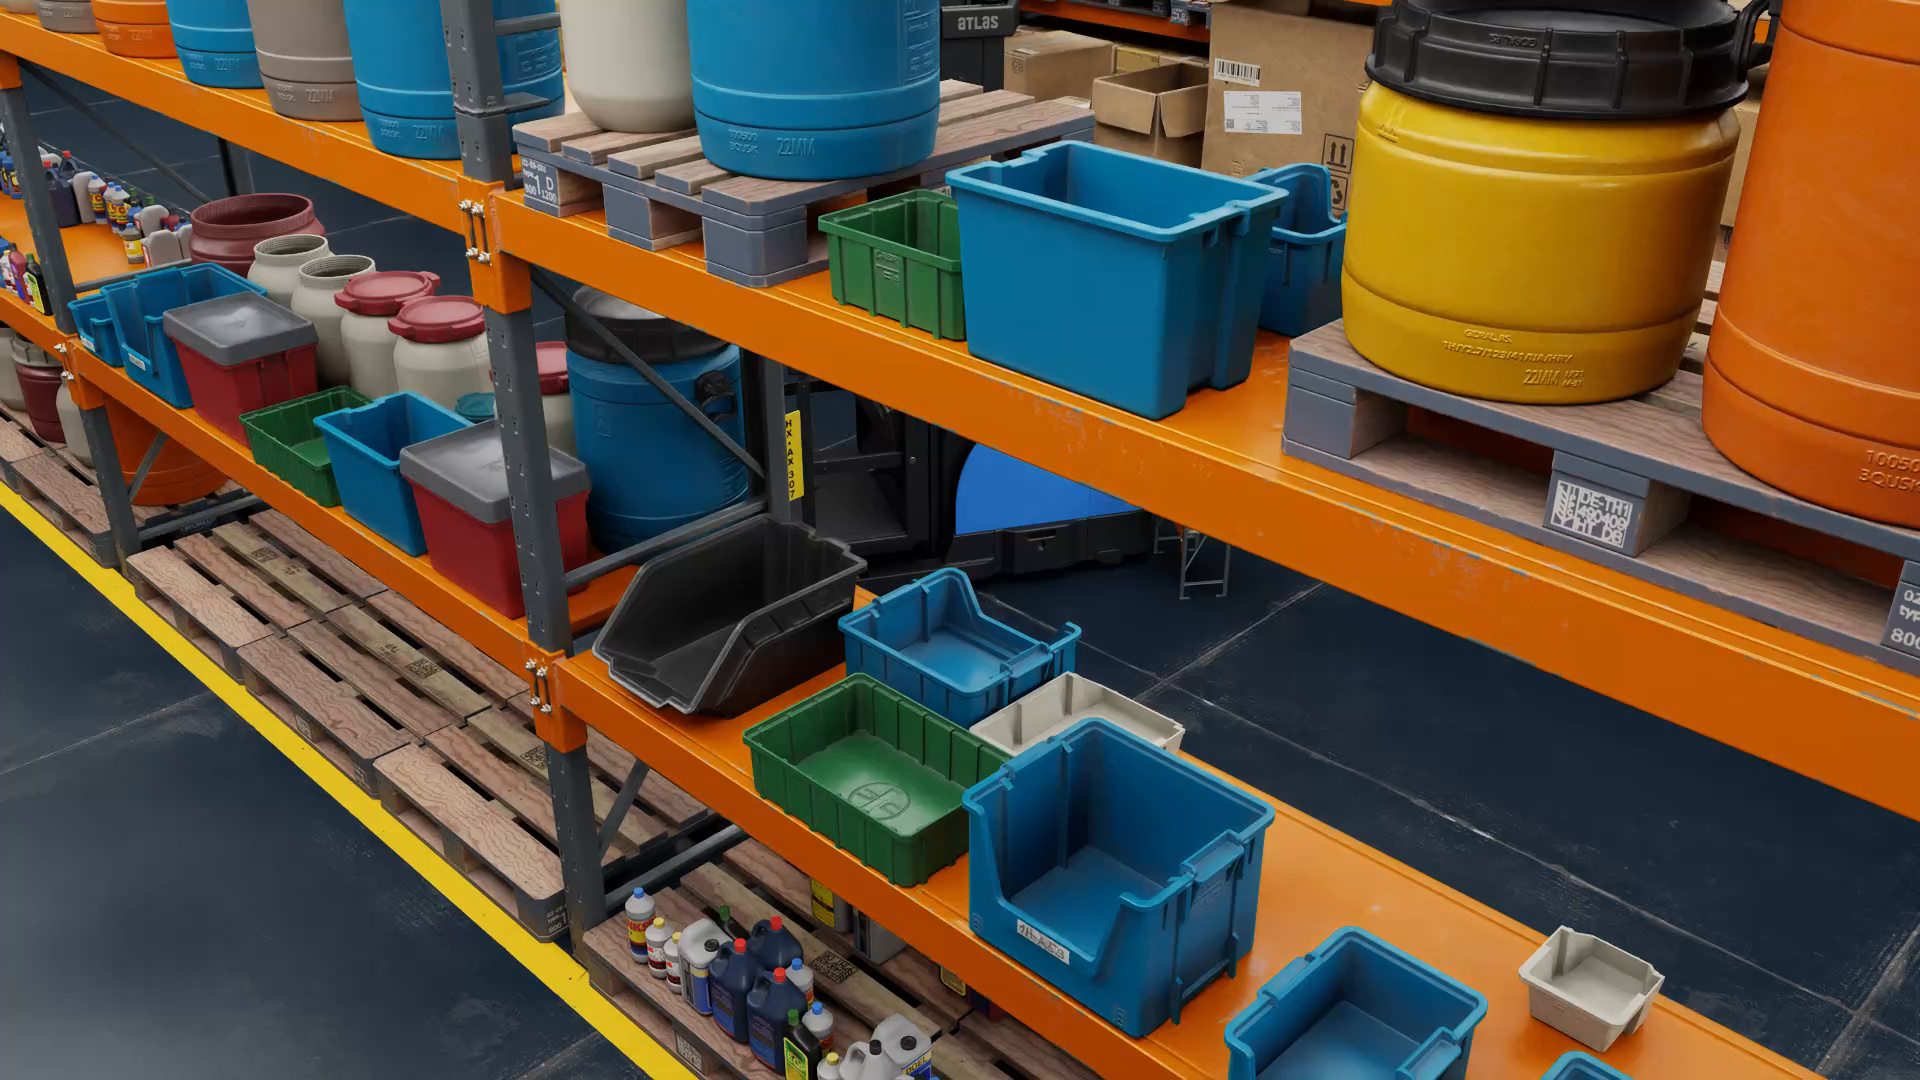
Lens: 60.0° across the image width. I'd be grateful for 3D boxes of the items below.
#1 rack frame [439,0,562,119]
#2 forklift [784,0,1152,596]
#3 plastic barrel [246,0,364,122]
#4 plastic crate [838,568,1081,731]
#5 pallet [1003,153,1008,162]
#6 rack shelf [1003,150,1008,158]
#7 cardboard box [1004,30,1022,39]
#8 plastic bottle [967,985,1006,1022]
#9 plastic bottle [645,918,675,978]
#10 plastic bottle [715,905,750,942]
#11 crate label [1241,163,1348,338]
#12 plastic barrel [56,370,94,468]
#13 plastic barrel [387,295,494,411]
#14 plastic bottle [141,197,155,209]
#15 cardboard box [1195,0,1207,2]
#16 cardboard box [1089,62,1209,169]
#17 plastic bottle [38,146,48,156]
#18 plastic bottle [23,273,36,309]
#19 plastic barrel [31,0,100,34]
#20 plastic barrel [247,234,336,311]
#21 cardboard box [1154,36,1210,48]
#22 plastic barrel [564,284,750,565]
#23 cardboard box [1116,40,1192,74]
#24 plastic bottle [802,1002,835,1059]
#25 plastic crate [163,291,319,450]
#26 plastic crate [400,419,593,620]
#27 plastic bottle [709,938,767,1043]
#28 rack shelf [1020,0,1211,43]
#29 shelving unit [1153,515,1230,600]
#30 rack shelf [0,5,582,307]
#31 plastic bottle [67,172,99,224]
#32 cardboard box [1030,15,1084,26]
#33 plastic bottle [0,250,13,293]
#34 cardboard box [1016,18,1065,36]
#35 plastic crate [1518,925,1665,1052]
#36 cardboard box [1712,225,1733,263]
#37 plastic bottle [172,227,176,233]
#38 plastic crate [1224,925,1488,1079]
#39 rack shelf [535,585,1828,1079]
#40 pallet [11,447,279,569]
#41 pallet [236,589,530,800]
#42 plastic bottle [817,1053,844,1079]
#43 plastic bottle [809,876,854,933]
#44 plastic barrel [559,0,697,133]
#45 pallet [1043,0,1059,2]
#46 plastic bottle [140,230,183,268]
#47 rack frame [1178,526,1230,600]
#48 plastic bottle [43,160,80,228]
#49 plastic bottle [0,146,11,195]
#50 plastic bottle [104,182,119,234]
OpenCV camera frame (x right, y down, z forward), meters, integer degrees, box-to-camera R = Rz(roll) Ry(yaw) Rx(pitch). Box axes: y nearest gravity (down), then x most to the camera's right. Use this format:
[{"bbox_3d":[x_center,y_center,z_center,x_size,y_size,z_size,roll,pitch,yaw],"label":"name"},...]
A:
[{"bbox_3d":[-0.982,-2.641,4.103,0.127,3.000,1.000,25,36,38],"label":"rack frame"},{"bbox_3d":[-0.598,-1.217,7.915,3.031,2.935,1.130,-8,29,-14],"label":"forklift"},{"bbox_3d":[-1.964,-1.842,5.269,0.600,0.901,0.600,0,28,0],"label":"plastic barrel"},{"bbox_3d":[-0.003,0.351,5.018,0.616,0.251,0.499,25,36,38],"label":"plastic crate"},{"bbox_3d":[0.221,-2.652,10.777,1.003,0.211,1.213,25,36,38],"label":"pallet"},{"bbox_3d":[1.064,-1.963,10.034,4.000,0.370,1.077,25,36,38],"label":"rack shelf"},{"bbox_3d":[0.051,-3.001,10.676,0.500,0.500,0.500,20,33,33],"label":"cardboard box"},{"bbox_3d":[0.085,1.395,5.321,0.133,0.283,0.061,25,36,38],"label":"plastic bottle"},{"bbox_3d":[-0.990,1.341,5.511,0.097,0.201,0.097,0,28,0],"label":"plastic bottle"},{"bbox_3d":[-0.739,1.333,5.439,0.133,0.283,0.061,25,36,38],"label":"plastic bottle"},{"bbox_3d":[0.767,-0.662,3.724,0.408,0.251,0.502,25,36,38],"label":"crate label"},{"bbox_3d":[-4.661,-0.684,9.049,0.421,0.512,0.421,0,28,0],"label":"plastic barrel"},{"bbox_3d":[-2.034,-0.670,6.655,0.433,0.535,0.433,0,28,0],"label":"plastic barrel"},{"bbox_3d":[-4.310,-1.697,8.880,0.133,0.283,0.061,25,36,38],"label":"plastic bottle"},{"bbox_3d":[2.154,-4.796,14.466,0.380,0.149,0.250,-25,36,-38],"label":"cardboard box"},{"bbox_3d":[1.189,-2.396,9.521,0.797,0.503,0.637,-21,34,-34],"label":"cardboard box"},{"bbox_3d":[-5.463,-2.192,9.829,0.135,0.276,0.152,25,36,38],"label":"plastic bottle"},{"bbox_3d":[-4.492,-1.237,8.092,0.097,0.201,0.097,0,28,0],"label":"plastic bottle"},{"bbox_3d":[-3.401,-2.500,6.520,0.600,0.901,0.600,0,28,0],"label":"plastic barrel"},{"bbox_3d":[-2.951,-1.075,7.452,0.421,0.512,0.421,0,28,0],"label":"plastic barrel"},{"bbox_3d":[2.160,-4.595,15.695,0.500,0.250,0.500,25,37,39],"label":"cardboard box"},{"bbox_3d":[-1.046,-0.434,5.813,0.708,0.901,0.600,25,36,38],"label":"plastic barrel"},{"bbox_3d":[1.797,-4.427,15.375,0.500,0.250,0.500,-24,36,-38],"label":"cardboard box"},{"bbox_3d":[-0.432,1.526,5.084,0.097,0.271,0.097,0,28,0],"label":"plastic bottle"},{"bbox_3d":[-2.897,-0.690,6.771,0.583,0.464,0.402,25,36,38],"label":"plastic crate"},{"bbox_3d":[-1.542,-0.070,5.592,0.583,0.464,0.402,25,36,38],"label":"plastic crate"},{"bbox_3d":[-0.698,1.393,5.250,0.144,0.351,0.185,-24,36,-38],"label":"plastic bottle"},{"bbox_3d":[1.761,-4.881,15.584,4.000,0.370,1.077,25,36,38],"label":"rack shelf"},{"bbox_3d":[1.158,-0.359,8.144,0.258,1.200,0.503,-4,28,-8],"label":"shelving unit"},{"bbox_3d":[-2.409,-1.647,6.210,4.000,0.370,1.077,25,36,38],"label":"rack shelf"},{"bbox_3d":[-4.906,-1.937,9.343,0.135,0.276,0.152,25,36,38],"label":"plastic bottle"},{"bbox_3d":[1.043,-5.105,16.664,0.500,0.250,0.500,23,36,37],"label":"cardboard box"},{"bbox_3d":[-4.726,-1.344,8.296,0.097,0.201,0.097,0,28,0],"label":"plastic bottle"},{"bbox_3d":[0.677,-4.935,16.341,0.500,0.250,0.500,23,35,36],"label":"cardboard box"},{"bbox_3d":[1.457,1.038,3.837,0.250,0.136,0.298,25,36,38],"label":"plastic crate"},{"bbox_3d":[3.527,-1.333,7.635,0.500,0.500,0.875,25,36,38],"label":"cardboard box"},{"bbox_3d":[-4.050,-1.530,8.650,0.097,0.201,0.097,0,28,0],"label":"plastic bottle"},{"bbox_3d":[0.844,1.108,3.580,0.408,0.251,0.499,25,36,38],"label":"plastic crate"},{"bbox_3d":[0.444,0.986,4.426,4.000,0.370,1.077,25,36,38],"label":"rack shelf"},{"bbox_3d":[-4.426,-0.300,9.093,1.213,0.211,1.003,25,36,38],"label":"pallet"},{"bbox_3d":[-2.444,0.607,7.368,1.213,0.211,1.003,25,36,38],"label":"pallet"},{"bbox_3d":[-0.378,1.621,4.978,0.097,0.201,0.097,0,28,0],"label":"plastic bottle"},{"bbox_3d":[-0.422,1.155,5.705,0.185,0.351,0.144,25,36,38],"label":"plastic bottle"},{"bbox_3d":[-0.813,-1.343,4.286,0.421,0.512,0.421,0,28,0],"label":"plastic barrel"},{"bbox_3d":[0.778,-5.470,16.136,1.213,0.211,1.003,25,36,38],"label":"pallet"},{"bbox_3d":[-4.023,-1.434,8.387,0.135,0.276,0.152,25,36,38],"label":"plastic bottle"},{"bbox_3d":[1.196,-0.247,7.931,0.240,1.200,0.015,-4,28,-8],"label":"rack frame"},{"bbox_3d":[-5.027,-1.929,9.248,0.185,0.351,0.144,25,36,38],"label":"plastic bottle"},{"bbox_3d":[-5.633,-2.186,9.823,0.097,0.271,0.097,0,28,0],"label":"plastic bottle"},{"bbox_3d":[-4.639,-1.831,9.147,0.097,0.271,0.097,0,28,0],"label":"plastic bottle"}]
